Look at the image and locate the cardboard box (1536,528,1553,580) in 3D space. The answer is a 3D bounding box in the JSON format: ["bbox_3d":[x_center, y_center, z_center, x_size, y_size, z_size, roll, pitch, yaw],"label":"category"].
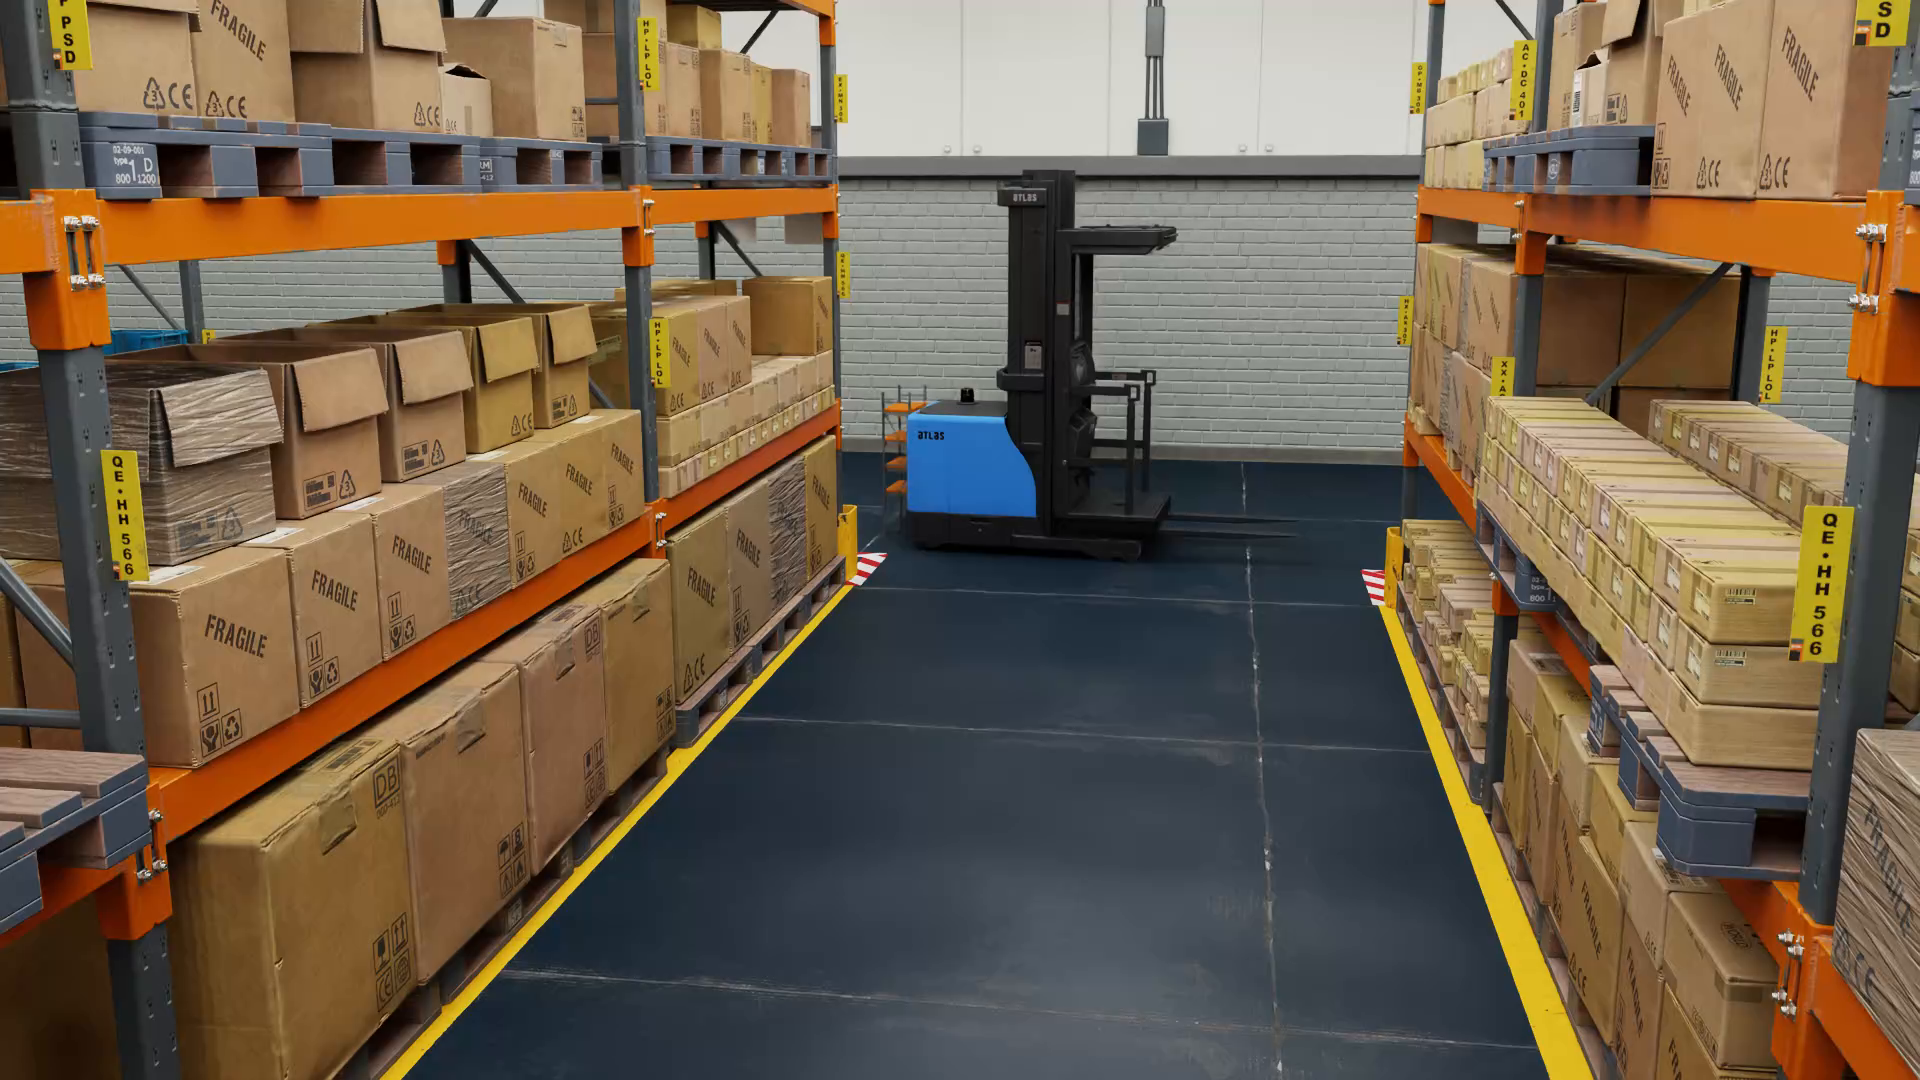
[{"bbox_3d":[2.199,0.059,5.700,0.380,0.149,0.250,2,12,8],"label":"cardboard box"}]

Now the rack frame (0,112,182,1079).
[{"bbox_3d":[-2.591,0.453,4.271,1.000,3.000,0.127,2,12,9],"label":"rack frame"}]

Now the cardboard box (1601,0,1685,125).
[{"bbox_3d":[2.542,-1.603,5.448,0.797,0.503,0.637,2,12,8],"label":"cardboard box"}]

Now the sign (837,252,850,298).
[{"bbox_3d":[-0.827,-1.874,11.756,0.100,0.325,0.005,2,12,9],"label":"sign"}]

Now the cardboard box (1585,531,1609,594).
[{"bbox_3d":[2.077,0.075,4.918,0.380,0.149,0.250,2,12,8],"label":"cardboard box"}]

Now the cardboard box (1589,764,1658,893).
[{"bbox_3d":[2.301,0.923,5.245,0.500,0.250,0.500,2,12,10],"label":"cardboard box"}]

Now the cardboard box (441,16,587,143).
[{"bbox_3d":[-2.055,-1.979,7.202,0.700,0.500,0.500,2,12,10],"label":"cardboard box"}]

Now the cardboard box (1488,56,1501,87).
[{"bbox_3d":[2.840,-2.321,8.248,0.380,0.149,0.250,1,12,6],"label":"cardboard box"}]

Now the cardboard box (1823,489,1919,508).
[{"bbox_3d":[2.719,-0.047,4.778,0.380,0.149,0.250,2,12,11],"label":"cardboard box"}]

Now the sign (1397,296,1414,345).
[{"bbox_3d":[2.989,-1.471,11.145,0.100,0.325,0.005,2,12,9],"label":"sign"}]

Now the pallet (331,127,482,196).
[{"bbox_3d":[-2.375,-1.290,5.685,1.003,0.211,1.213,2,12,11],"label":"pallet"}]

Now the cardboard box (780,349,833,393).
[{"bbox_3d":[-1.173,-1.175,11.475,0.500,0.250,0.500,2,12,8],"label":"cardboard box"}]

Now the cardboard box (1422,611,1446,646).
[{"bbox_3d":[2.920,0.521,9.728,0.380,0.149,0.250,1,12,6],"label":"cardboard box"}]

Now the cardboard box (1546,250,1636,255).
[{"bbox_3d":[3.551,-1.396,9.535,0.500,0.500,0.500,3,12,12],"label":"cardboard box"}]

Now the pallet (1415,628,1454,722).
[{"bbox_3d":[3.163,0.770,9.421,1.003,0.211,1.213,2,12,9],"label":"pallet"}]

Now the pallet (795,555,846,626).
[{"bbox_3d":[-1.406,0.320,11.508,1.003,0.211,1.213,2,12,9],"label":"pallet"}]

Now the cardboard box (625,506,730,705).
[{"bbox_3d":[-1.795,0.319,8.939,0.875,0.875,0.875,2,12,9],"label":"cardboard box"}]

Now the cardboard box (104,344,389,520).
[{"bbox_3d":[-2.360,-0.373,5.487,0.797,0.503,0.637,2,12,10],"label":"cardboard box"}]

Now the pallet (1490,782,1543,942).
[{"bbox_3d":[2.791,1.327,6.833,1.003,0.211,1.213,2,12,9],"label":"pallet"}]

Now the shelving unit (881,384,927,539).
[{"bbox_3d":[-0.450,-0.646,13.637,0.258,1.200,0.503,2,12,13],"label":"shelving unit"}]

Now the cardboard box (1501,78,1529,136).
[{"bbox_3d":[2.729,-1.940,7.422,0.500,0.250,0.500,1,12,6],"label":"cardboard box"}]

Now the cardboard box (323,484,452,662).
[{"bbox_3d":[-2.095,0.098,5.683,0.500,0.500,0.500,2,12,8],"label":"cardboard box"}]

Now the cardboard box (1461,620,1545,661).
[{"bbox_3d":[2.738,0.511,8.362,0.380,0.149,0.250,2,12,8],"label":"cardboard box"}]

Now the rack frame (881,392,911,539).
[{"bbox_3d":[-0.506,-0.596,13.405,0.240,1.200,0.015,2,12,13],"label":"rack frame"}]

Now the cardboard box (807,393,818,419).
[{"bbox_3d":[-1.168,-0.898,11.136,0.380,0.149,0.250,2,12,9],"label":"cardboard box"}]

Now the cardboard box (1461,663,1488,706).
[{"bbox_3d":[2.673,0.713,8.131,0.380,0.149,0.250,1,12,6],"label":"cardboard box"}]

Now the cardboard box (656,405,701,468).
[{"bbox_3d":[-1.645,-0.541,8.533,0.500,0.250,0.500,2,12,8],"label":"cardboard box"}]

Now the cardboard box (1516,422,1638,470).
[{"bbox_3d":[2.275,-0.341,6.141,0.380,0.149,0.250,2,12,8],"label":"cardboard box"}]

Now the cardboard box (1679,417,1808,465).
[{"bbox_3d":[2.959,-0.372,6.285,0.380,0.149,0.250,1,12,7],"label":"cardboard box"}]

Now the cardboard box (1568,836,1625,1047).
[{"bbox_3d":[2.286,1.288,5.336,0.500,0.500,0.500,1,12,6],"label":"cardboard box"}]

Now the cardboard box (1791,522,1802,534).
[{"bbox_3d":[2.764,0.045,5.059,0.380,0.149,0.250,2,12,8],"label":"cardboard box"}]

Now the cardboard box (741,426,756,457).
[{"bbox_3d":[-1.403,-0.577,9.649,0.380,0.149,0.250,2,12,9],"label":"cardboard box"}]

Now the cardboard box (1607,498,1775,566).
[{"bbox_3d":[2.035,-0.018,4.643,0.380,0.149,0.250,2,12,10],"label":"cardboard box"}]

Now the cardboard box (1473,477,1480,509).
[{"bbox_3d":[2.654,-0.199,7.894,0.380,0.149,0.250,2,12,7],"label":"cardboard box"}]

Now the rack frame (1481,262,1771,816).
[{"bbox_3d":[2.910,-0.198,7.291,1.000,3.000,0.127,2,12,9],"label":"rack frame"}]

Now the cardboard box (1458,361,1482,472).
[{"bbox_3d":[2.786,-0.610,8.260,0.500,0.500,0.500,2,12,7],"label":"cardboard box"}]

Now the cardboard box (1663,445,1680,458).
[{"bbox_3d":[3.004,-0.282,6.573,0.380,0.149,0.250,2,12,9],"label":"cardboard box"}]

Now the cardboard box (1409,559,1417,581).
[{"bbox_3d":[3.093,0.168,10.656,0.380,0.149,0.250,2,12,8],"label":"cardboard box"}]

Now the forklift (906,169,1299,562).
[{"bbox_3d":[1.145,-1.387,12.974,3.031,2.935,1.130,3,12,13],"label":"forklift"}]

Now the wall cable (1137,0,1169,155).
[{"bbox_3d":[2.915,-6.783,15.971,2.277,5.999,0.120,2,12,9],"label":"wall cable"}]

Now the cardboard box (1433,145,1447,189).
[{"bbox_3d":[3.118,-2.229,9.951,0.500,0.250,0.500,2,12,10],"label":"cardboard box"}]

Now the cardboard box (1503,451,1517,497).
[{"bbox_3d":[2.317,-0.251,6.431,0.380,0.149,0.250,2,12,10],"label":"cardboard box"}]

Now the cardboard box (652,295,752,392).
[{"bbox_3d":[-1.491,-1.120,9.442,0.500,0.500,0.500,1,12,7],"label":"cardboard box"}]

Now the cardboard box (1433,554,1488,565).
[{"bbox_3d":[3.011,0.186,9.866,0.380,0.149,0.250,2,12,11],"label":"cardboard box"}]

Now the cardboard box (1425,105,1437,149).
[{"bbox_3d":[3.199,-2.583,10.407,0.500,0.250,0.500,2,12,10],"label":"cardboard box"}]

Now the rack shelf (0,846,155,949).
[{"bbox_3d":[-2.899,1.221,2.415,1.077,0.370,4.000,2,12,9],"label":"rack shelf"}]

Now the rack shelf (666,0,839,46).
[{"bbox_3d":[-1.668,-3.181,9.552,1.077,0.370,4.000,2,12,9],"label":"rack shelf"}]

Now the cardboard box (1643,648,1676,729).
[{"bbox_3d":[1.956,0.383,4.195,0.380,0.149,0.250,2,12,8],"label":"cardboard box"}]

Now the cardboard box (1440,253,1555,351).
[{"bbox_3d":[2.945,-1.310,9.134,0.500,0.500,0.500,1,12,7],"label":"cardboard box"}]

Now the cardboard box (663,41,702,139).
[{"bbox_3d":[-1.828,-2.426,9.037,0.700,0.500,0.500,3,12,12],"label":"cardboard box"}]

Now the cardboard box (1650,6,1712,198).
[{"bbox_3d":[2.276,-1.216,4.658,0.500,0.500,0.500,2,12,9],"label":"cardboard box"}]

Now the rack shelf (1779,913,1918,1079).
[{"bbox_3d":[1.987,1.403,1.571,1.077,0.370,4.000,2,12,9],"label":"rack shelf"}]
